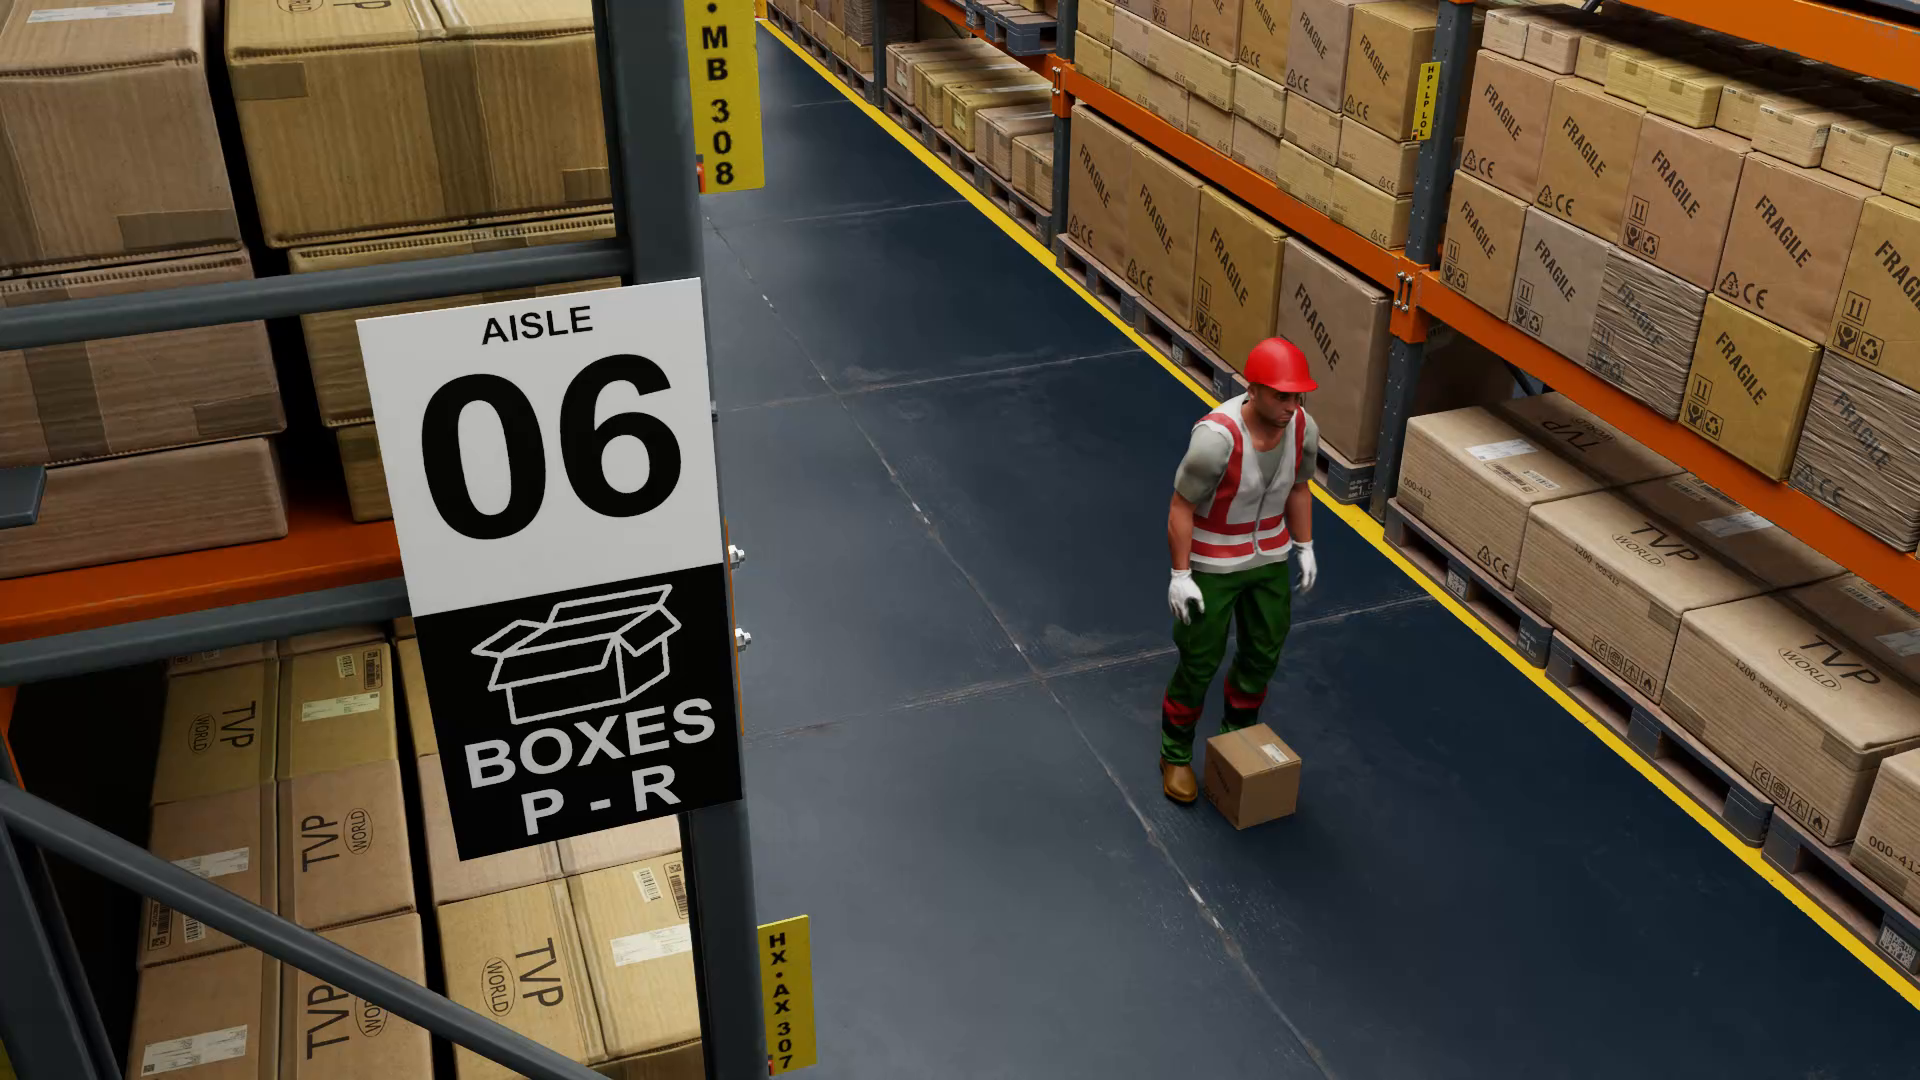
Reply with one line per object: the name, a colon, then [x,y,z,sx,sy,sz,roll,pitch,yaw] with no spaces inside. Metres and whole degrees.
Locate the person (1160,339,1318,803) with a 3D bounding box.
person: [0.996,0.104,5.930,0.609,1.779,0.454,-11,31,-18]
